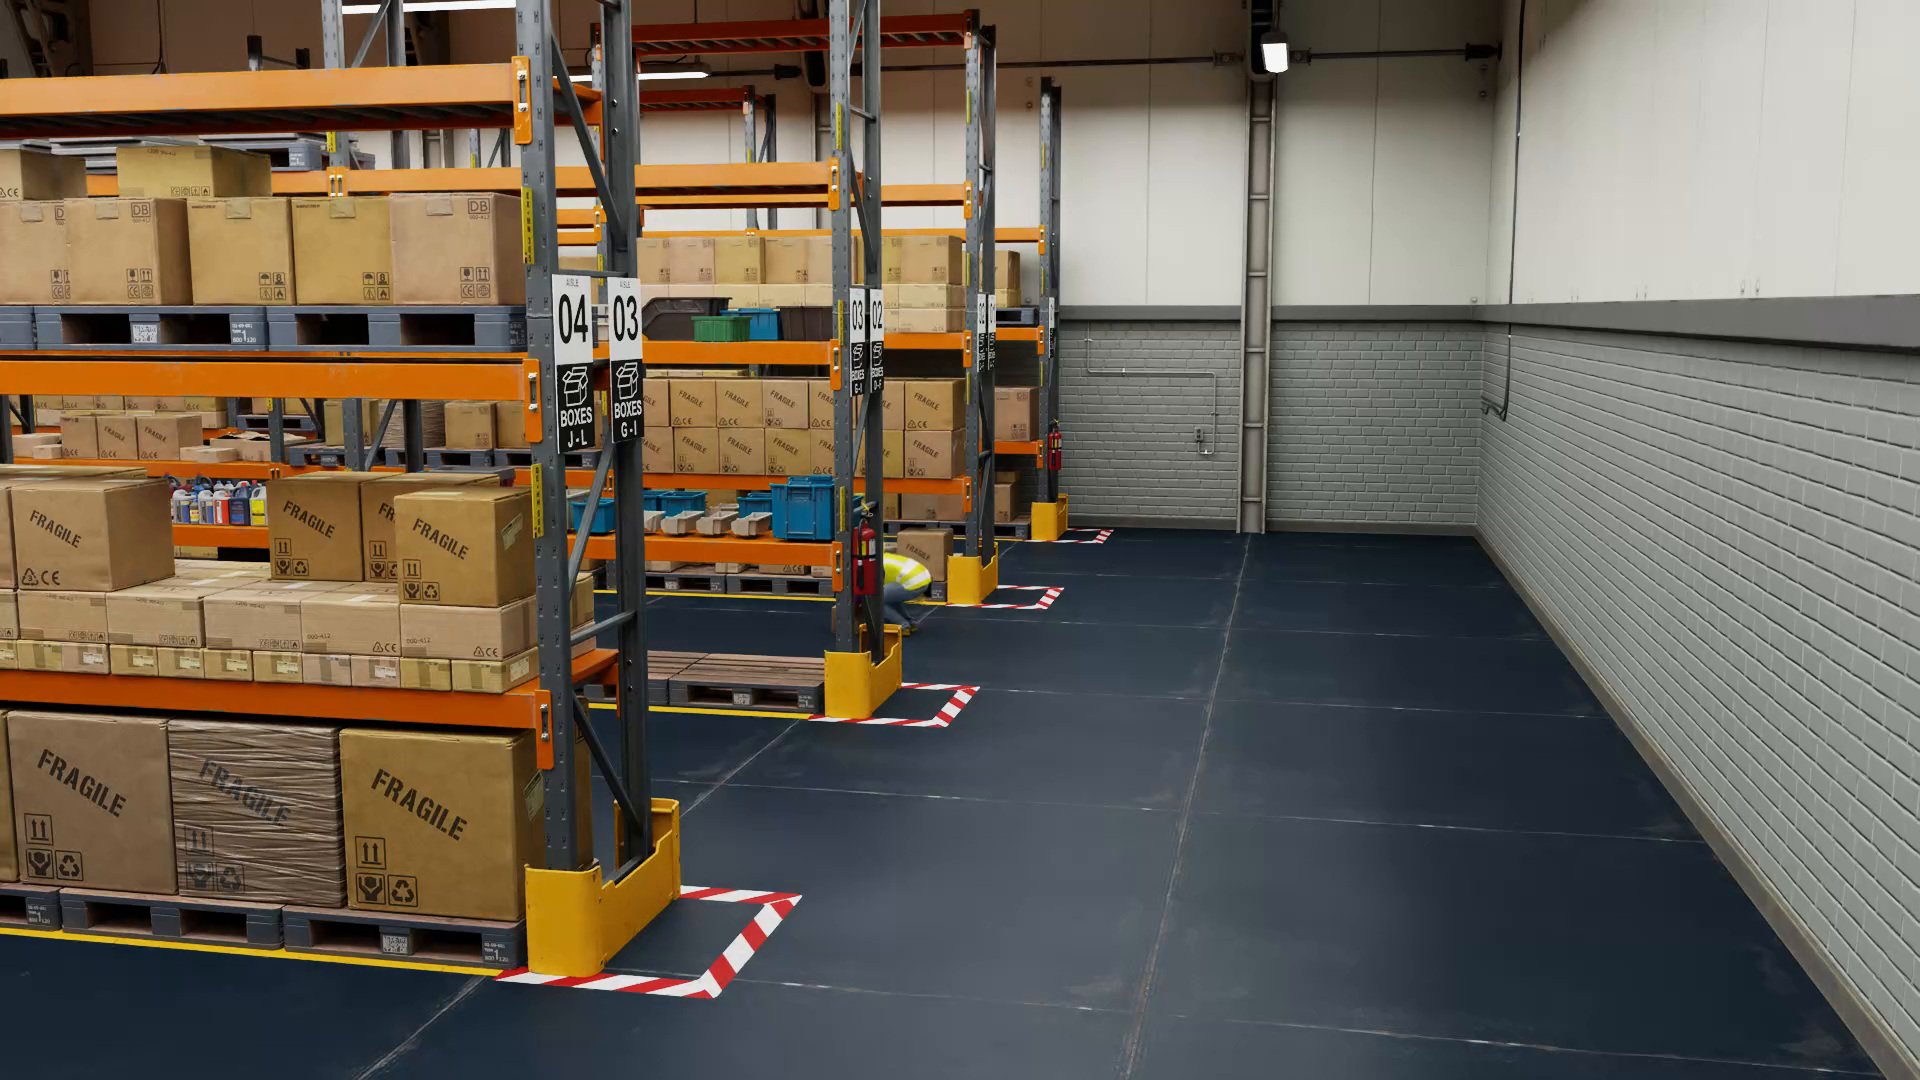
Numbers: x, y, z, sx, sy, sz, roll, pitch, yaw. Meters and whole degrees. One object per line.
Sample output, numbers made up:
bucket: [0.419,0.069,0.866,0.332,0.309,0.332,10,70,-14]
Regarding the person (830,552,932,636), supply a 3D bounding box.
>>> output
person: [-0.761,0.506,15.725,0.959,0.809,0.529,1,8,10]
